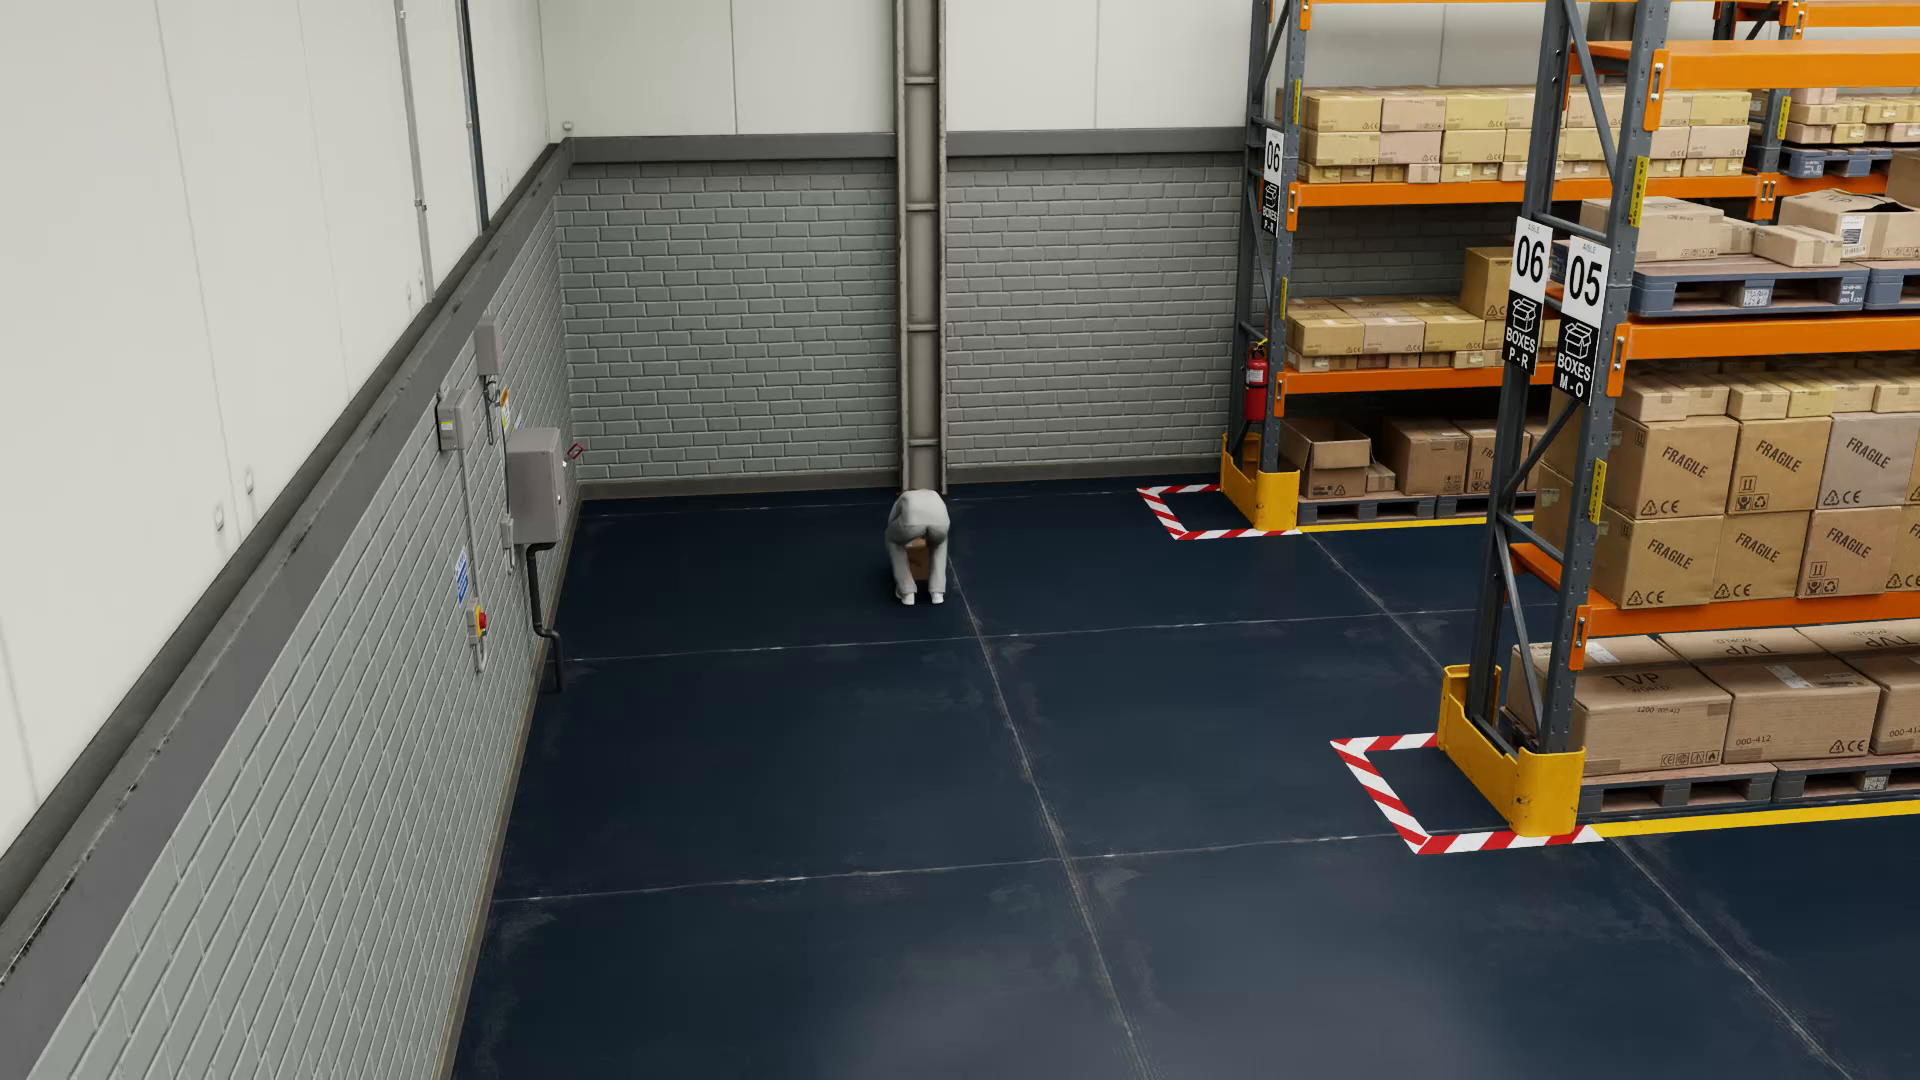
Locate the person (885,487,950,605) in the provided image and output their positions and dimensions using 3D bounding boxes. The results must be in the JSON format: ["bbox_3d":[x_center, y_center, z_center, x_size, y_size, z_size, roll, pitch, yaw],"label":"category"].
[{"bbox_3d":[-0.320,-0.010,12.325,0.476,0.844,0.854,-4,20,-10],"label":"person"}]
